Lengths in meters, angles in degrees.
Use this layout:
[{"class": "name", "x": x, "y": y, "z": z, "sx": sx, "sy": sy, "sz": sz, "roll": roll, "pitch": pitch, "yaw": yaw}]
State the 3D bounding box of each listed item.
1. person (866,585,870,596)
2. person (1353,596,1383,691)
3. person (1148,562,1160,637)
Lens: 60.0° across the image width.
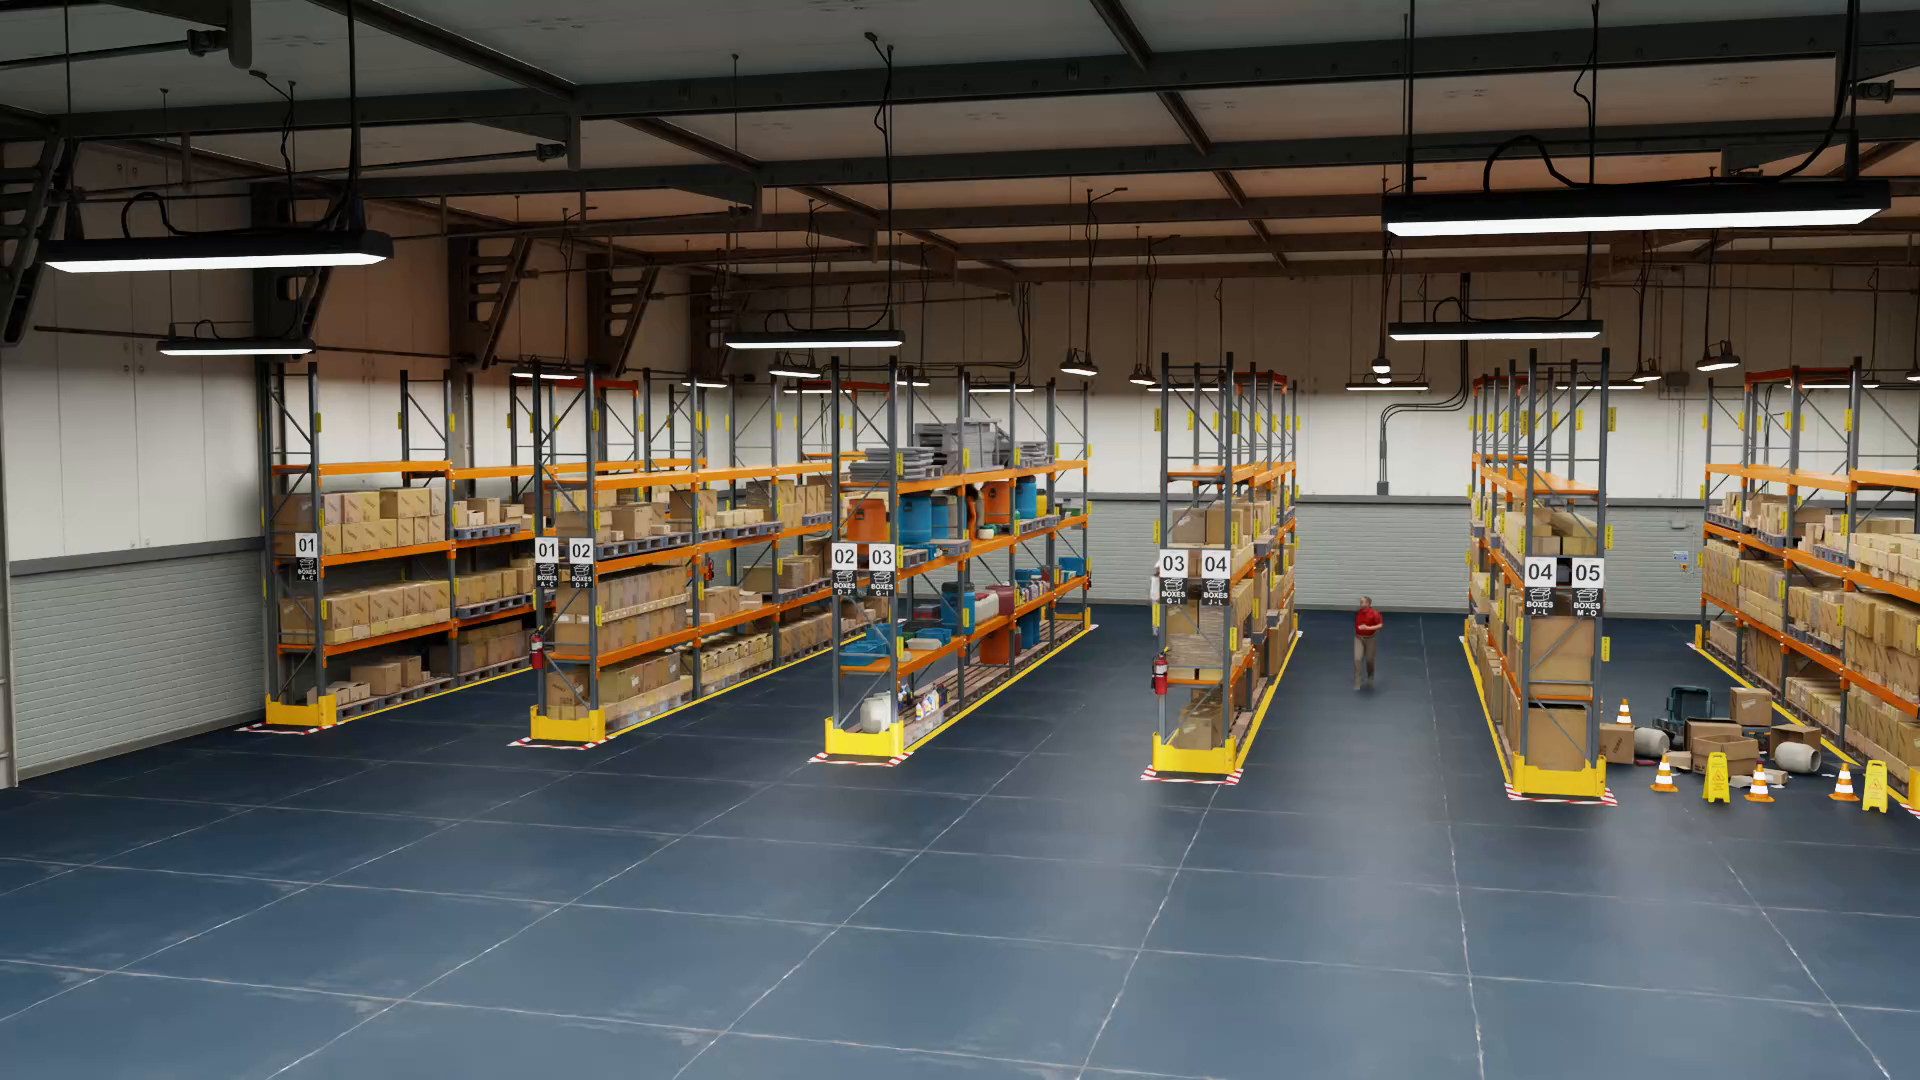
[{"class": "person", "x": -2.375, "y": 0.936, "z": 46.530, "sx": 0.577, "sy": 1.613, "sz": 0.542, "roll": 2, "pitch": 4, "yaw": 22}, {"class": "person", "x": 7.711, "y": 1.947, "z": 31.395, "sx": 0.535, "sy": 1.780, "sz": 0.846, "roll": 1, "pitch": 4, "yaw": 18}, {"class": "person", "x": 4.709, "y": 1.389, "z": 39.205, "sx": 0.564, "sy": 1.732, "sz": 1.066, "roll": 1, "pitch": 4, "yaw": 11}]
